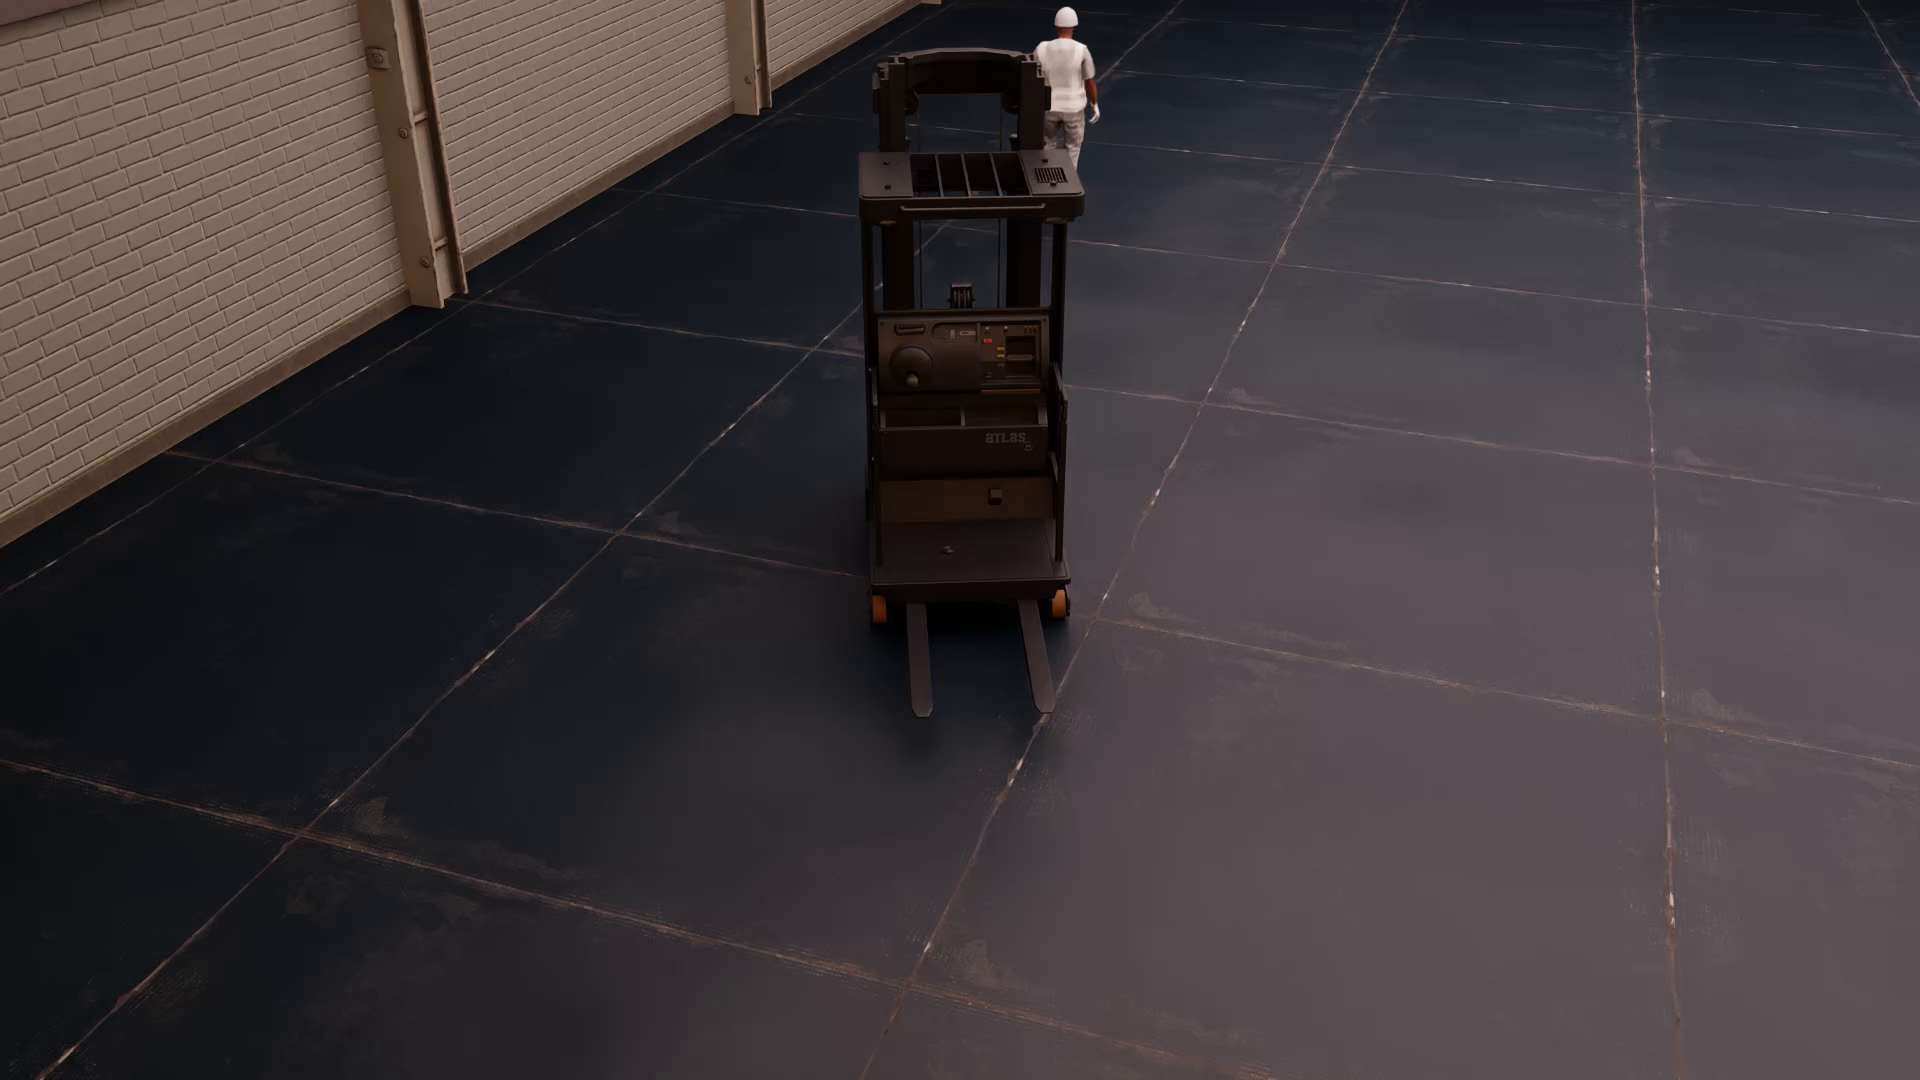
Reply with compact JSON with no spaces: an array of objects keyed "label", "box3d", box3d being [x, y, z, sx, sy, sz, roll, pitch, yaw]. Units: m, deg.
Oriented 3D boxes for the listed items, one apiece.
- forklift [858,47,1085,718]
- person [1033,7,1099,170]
[{"label":"forklift","box3d":[0.035,-0.972,8.842,1.130,2.935,3.031,-2,30,-3]},{"label":"person","box3d":[0.979,-4.006,15.388,0.650,1.816,0.545,10,31,17]}]
